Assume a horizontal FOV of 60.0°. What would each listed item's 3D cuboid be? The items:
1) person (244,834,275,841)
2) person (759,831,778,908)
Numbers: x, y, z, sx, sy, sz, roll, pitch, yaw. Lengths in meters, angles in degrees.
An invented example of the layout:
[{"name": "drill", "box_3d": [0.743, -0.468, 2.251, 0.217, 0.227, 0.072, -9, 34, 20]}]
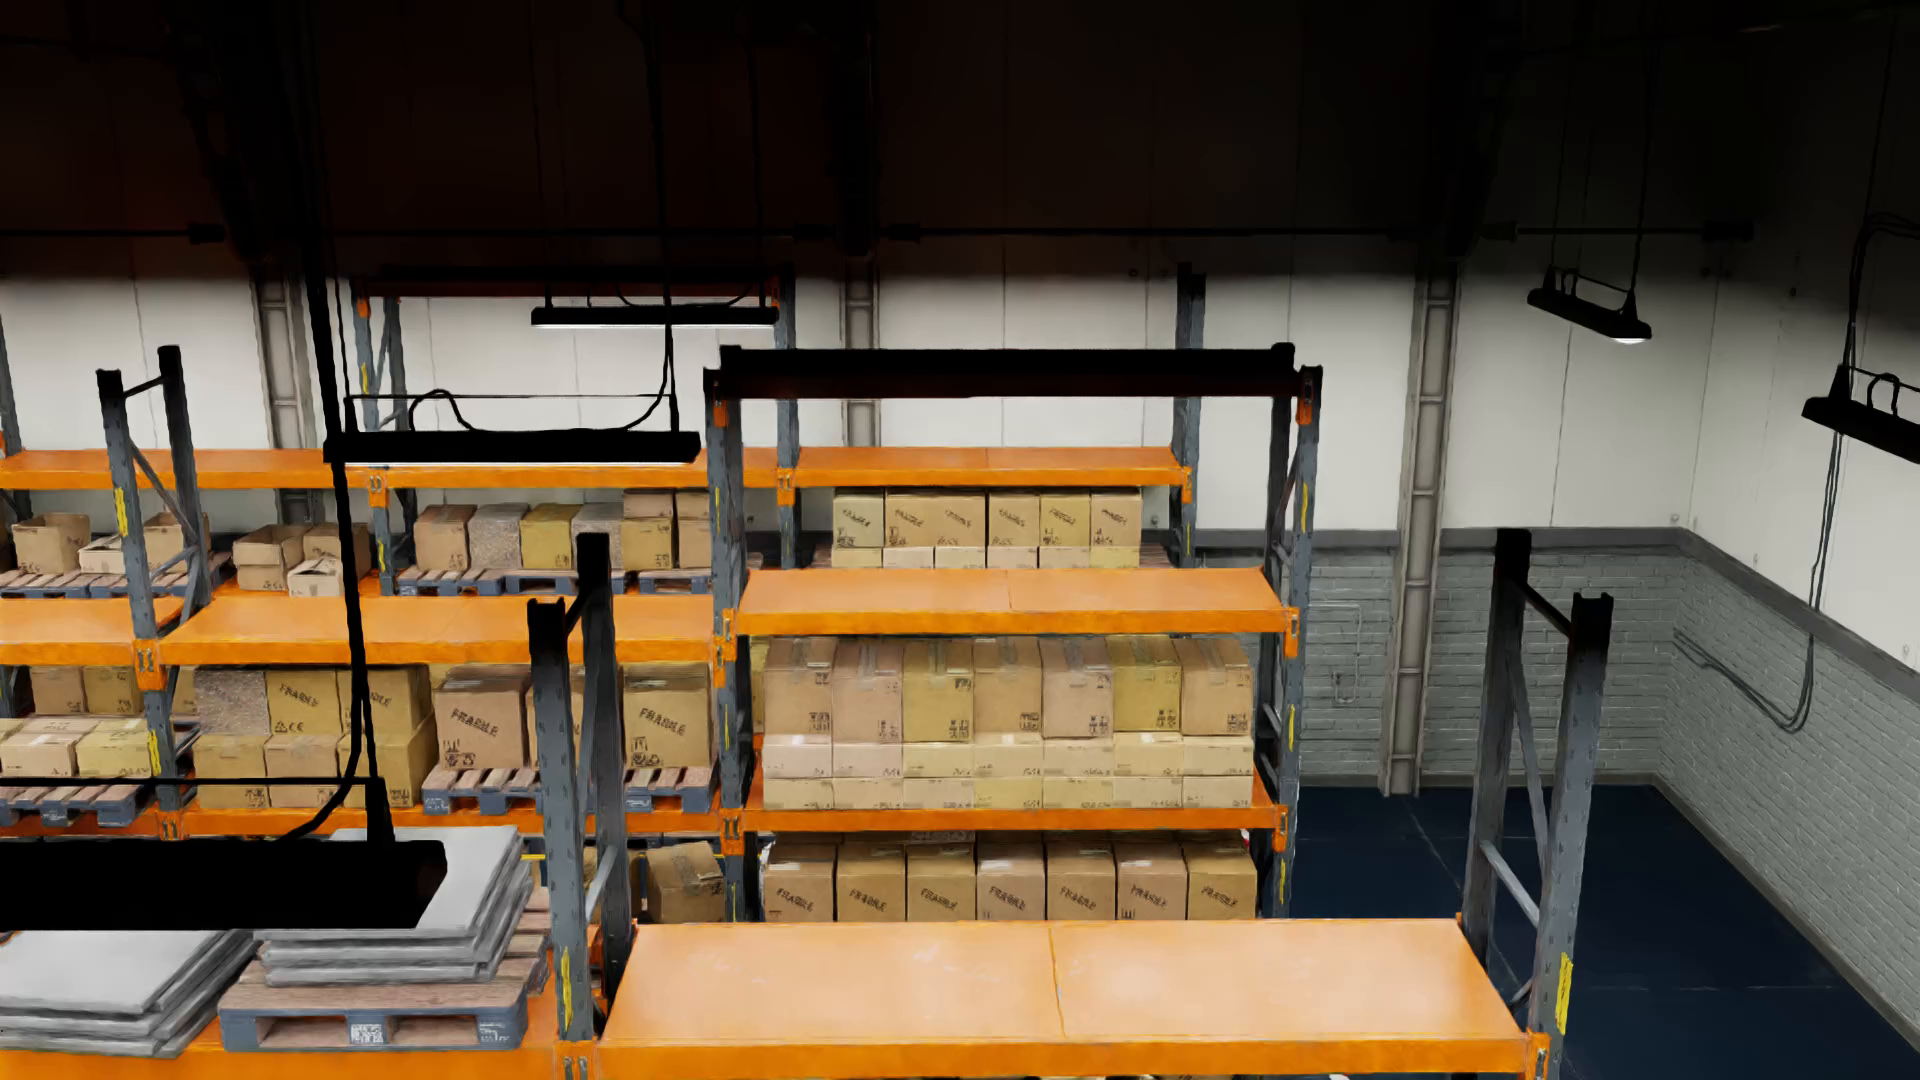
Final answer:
[{"name": "person", "box_3d": [-6.123, 3.184, 14.764, 0.507, 1.619, 0.598, -1, 16, -2]}, {"name": "person", "box_3d": [-1.490, 3.180, 14.609, 0.537, 1.677, 0.416, -9, 19, -29]}]
